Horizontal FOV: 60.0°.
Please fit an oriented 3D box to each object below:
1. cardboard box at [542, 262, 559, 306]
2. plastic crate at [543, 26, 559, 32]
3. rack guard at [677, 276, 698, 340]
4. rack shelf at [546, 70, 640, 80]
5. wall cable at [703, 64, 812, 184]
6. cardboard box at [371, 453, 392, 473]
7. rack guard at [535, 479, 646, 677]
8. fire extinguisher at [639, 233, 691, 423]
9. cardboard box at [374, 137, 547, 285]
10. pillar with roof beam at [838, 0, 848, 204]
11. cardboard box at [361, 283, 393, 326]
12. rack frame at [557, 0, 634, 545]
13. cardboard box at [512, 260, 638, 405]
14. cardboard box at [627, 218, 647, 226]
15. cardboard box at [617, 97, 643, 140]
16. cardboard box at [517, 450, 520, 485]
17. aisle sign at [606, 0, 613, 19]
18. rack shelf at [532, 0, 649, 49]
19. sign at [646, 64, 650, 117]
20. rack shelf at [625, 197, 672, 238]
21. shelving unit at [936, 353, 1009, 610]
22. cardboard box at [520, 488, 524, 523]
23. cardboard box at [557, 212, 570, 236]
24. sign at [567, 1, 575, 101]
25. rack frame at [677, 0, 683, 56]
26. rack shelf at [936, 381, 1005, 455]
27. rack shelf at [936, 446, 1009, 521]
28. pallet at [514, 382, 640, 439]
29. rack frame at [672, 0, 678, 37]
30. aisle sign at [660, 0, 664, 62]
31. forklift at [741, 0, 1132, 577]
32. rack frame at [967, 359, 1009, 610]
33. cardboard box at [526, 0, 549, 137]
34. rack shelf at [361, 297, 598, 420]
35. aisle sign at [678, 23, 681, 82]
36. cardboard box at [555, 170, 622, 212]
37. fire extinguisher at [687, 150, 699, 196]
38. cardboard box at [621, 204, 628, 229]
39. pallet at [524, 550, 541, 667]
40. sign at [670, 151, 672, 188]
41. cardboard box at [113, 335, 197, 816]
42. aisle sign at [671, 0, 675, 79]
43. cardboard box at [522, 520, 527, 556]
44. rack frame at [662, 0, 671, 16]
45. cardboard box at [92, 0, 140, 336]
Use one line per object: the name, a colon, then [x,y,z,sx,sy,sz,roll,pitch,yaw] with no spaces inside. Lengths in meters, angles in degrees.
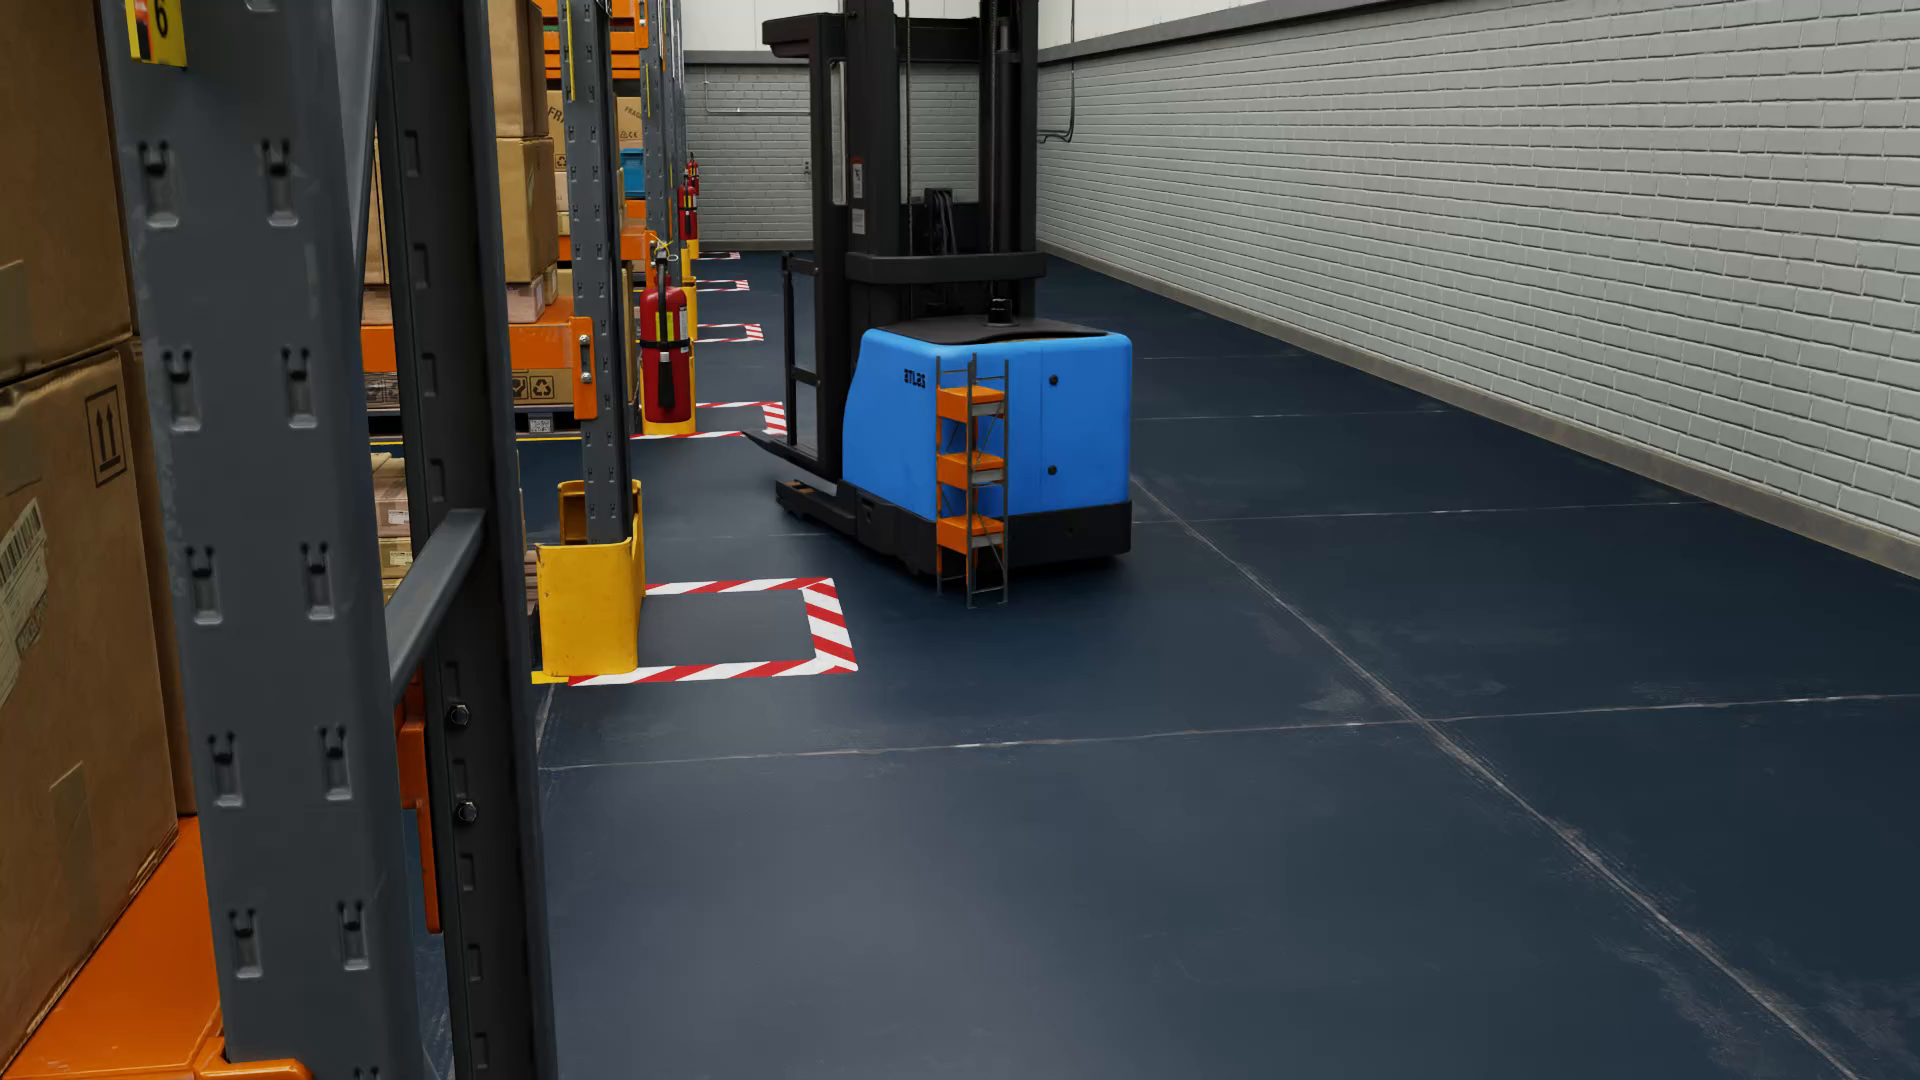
cardboard box: [-1.764,-1.037,6.706,0.250,0.149,0.380,-2,14,-9]
plastic crate: [-3.704,-4.727,15.175,0.336,0.188,0.450,-2,14,-8]
rack guard: [-2.750,-2.271,16.251,0.348,0.500,1.175,-2,14,-8]
rack shelf: [-6.225,-6.896,24.867,4.000,0.370,1.077,-2,14,-8]
wall cable: [-3.122,-6.630,26.402,1.851,1.984,0.084,-2,14,-8]
cardboard box: [-2.486,-0.247,6.813,0.250,0.149,0.380,-2,14,-8]
rack guard: [-1.470,0.124,6.701,0.348,0.500,1.175,-2,14,-8]
fire extinguisher: [-1.077,-0.771,6.057,0.183,0.674,0.296,-2,14,-8]
cardboard box: [-1.801,-1.206,6.048,0.500,0.500,0.500,-2,14,-7]
pillar with roof beam: [-1.065,-8.043,21.794,0.400,9.000,9.100,-2,14,-8]
cardboard box: [-2.172,-0.877,6.070,0.250,0.149,0.380,-2,14,-9]
rack frame: [-1.395,-1.092,6.408,0.127,3.000,1.000,-2,14,-8]
cardboard box: [-2.655,-1.419,11.218,0.875,0.875,0.875,-2,14,-8]
cardboard box: [-4.925,-4.805,25.489,0.500,0.500,0.700,-2,14,-8]
cardboard box: [-3.905,-5.123,20.220,0.500,0.500,0.500,-2,14,-9]
cardboard box: [-1.963,-0.264,6.882,0.250,0.149,0.380,-3,14,-11]
aisle sign: [-1.367,-2.427,6.390,0.004,0.787,0.394,-2,14,-8]
rack shelf: [-4.011,-3.322,10.614,4.000,0.370,1.077,-2,14,-8]
sign: [-1.967,-2.834,10.488,0.005,0.325,0.100,-2,14,-8]
rack shelf: [-4.749,-3.058,15.729,4.000,0.370,1.077,-2,14,-8]
shelving unit: [0.052,-0.252,7.068,0.215,1.050,0.252,-9,17,-31]
cardboard box: [-1.951,-0.100,6.838,0.250,0.149,0.380,-1,14,-6]
cardboard box: [-2.594,-2.065,10.804,0.250,0.149,0.380,-2,14,-8]
sign: [-1.332,-1.672,5.694,0.005,0.325,0.100,-2,14,-8]
rack frame: [-4.247,-8.773,24.703,0.127,3.000,1.000,-2,14,-8]
rack shelf: [0.052,-0.517,7.002,0.215,0.259,0.240,-9,17,-31]
rack shelf: [0.052,-0.242,7.071,0.215,0.259,0.240,-9,17,-31]
pallet: [-2.813,-0.888,11.329,1.213,0.211,1.003,-2,14,-8]
rack frame: [-3.506,-7.581,19.953,0.127,3.000,1.000,-2,14,-8]
aisle sign: [-2.007,-3.624,11.162,0.004,0.787,0.394,-2,14,-8]
forklift: [-0.321,-1.569,8.455,1.130,2.935,3.031,-7,16,-26]
rack frame: [0.117,-0.227,6.968,0.200,1.050,0.008,-9,17,-31]
cardboard box: [-1.878,-1.817,6.428,0.500,0.500,0.500,-2,14,-9]
rack shelf: [-3.372,-0.670,6.207,4.000,0.370,1.077,-2,14,-8]
aisle sign: [-3.482,-6.005,20.658,0.004,0.787,0.394,-2,14,-8]
cardboard box: [-2.473,-2.279,10.838,0.500,0.250,0.500,-2,14,-9]
fire extinguisher: [-4.030,-5.539,25.067,0.183,0.674,0.296,-2,14,-8]
cardboard box: [-2.434,-2.233,11.476,0.250,0.149,0.380,-2,14,-8]
pallet: [-2.278,0.285,6.653,1.213,0.211,1.003,-2,14,-8]
sign: [-2.674,-3.427,15.386,0.005,0.325,0.100,-2,14,-8]
cardboard box: [-1.075,-0.005,1.869,0.500,0.500,0.500,-2,14,-9]
aisle sign: [-2.745,-4.815,15.910,0.004,0.787,0.394,-2,14,-8]
cardboard box: [-1.961,0.029,6.935,0.250,0.149,0.380,-2,14,-7]
rack frame: [-2.772,-6.390,15.201,0.127,3.000,1.000,-2,14,-8]
cardboard box: [-1.074,-0.489,1.745,0.500,0.500,0.500,-2,14,-10]
